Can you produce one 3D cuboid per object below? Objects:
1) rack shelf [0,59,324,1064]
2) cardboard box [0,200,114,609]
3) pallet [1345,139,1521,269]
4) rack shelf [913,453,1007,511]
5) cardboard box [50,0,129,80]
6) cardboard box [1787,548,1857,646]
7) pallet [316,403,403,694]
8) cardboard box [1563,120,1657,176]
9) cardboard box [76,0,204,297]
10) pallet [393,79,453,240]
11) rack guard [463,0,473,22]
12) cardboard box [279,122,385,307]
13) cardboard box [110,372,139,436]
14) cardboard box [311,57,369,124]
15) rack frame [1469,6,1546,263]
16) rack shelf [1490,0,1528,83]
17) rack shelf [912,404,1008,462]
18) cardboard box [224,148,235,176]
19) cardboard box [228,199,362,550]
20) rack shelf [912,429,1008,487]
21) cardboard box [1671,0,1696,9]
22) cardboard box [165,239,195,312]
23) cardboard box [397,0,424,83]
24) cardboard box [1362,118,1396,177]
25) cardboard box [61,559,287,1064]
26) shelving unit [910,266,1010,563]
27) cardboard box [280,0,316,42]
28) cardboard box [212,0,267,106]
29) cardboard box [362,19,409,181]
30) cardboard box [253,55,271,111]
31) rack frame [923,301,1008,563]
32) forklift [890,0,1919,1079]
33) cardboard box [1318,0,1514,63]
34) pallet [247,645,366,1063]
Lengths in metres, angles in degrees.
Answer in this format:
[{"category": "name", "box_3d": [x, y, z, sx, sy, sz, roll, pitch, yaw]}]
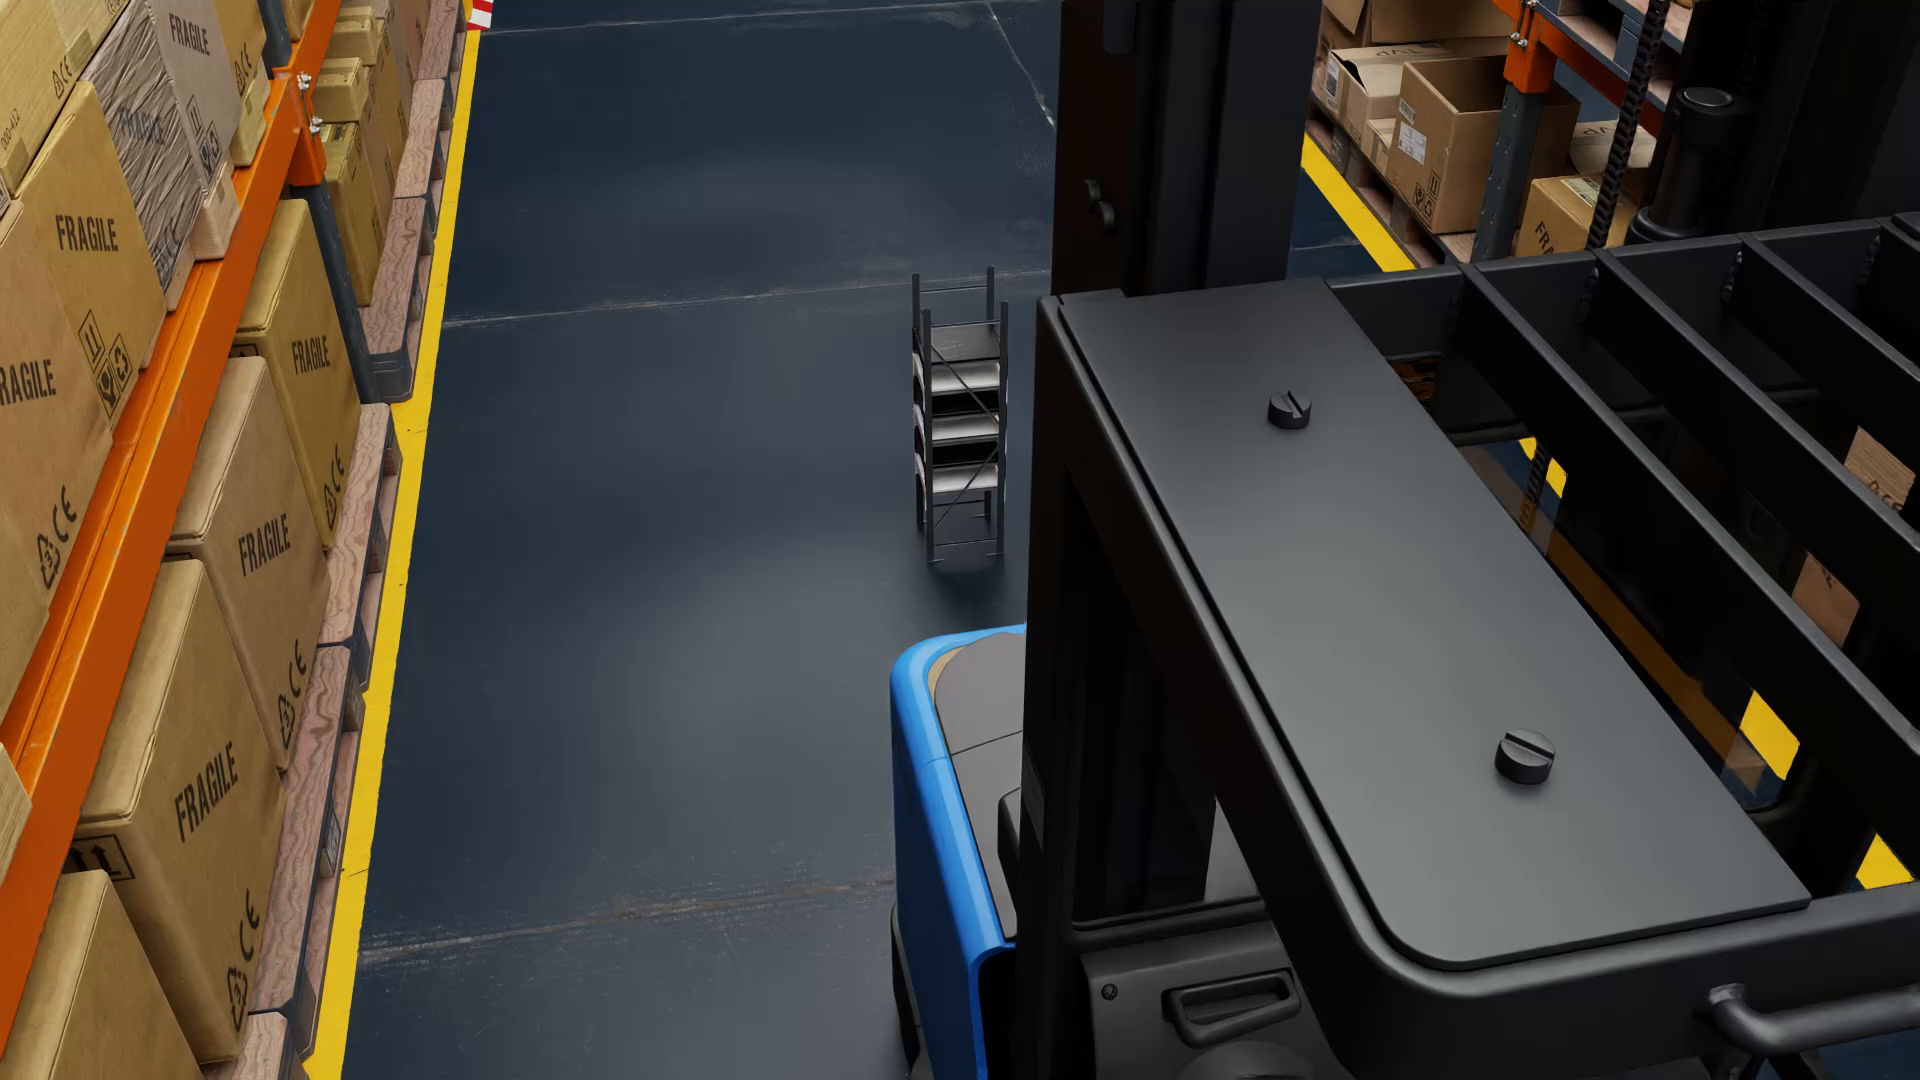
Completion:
[{"category": "rack shelf", "box_3d": [-2.127, -0.022, 3.419, 1.077, 0.370, 4.000, -6, 38, -8]}, {"category": "cardboard box", "box_3d": [-1.778, -0.201, 2.723, 0.500, 0.500, 0.500, -6, 38, -8]}, {"category": "pallet", "box_3d": [2.279, -1.362, 6.832, 1.003, 0.211, 1.213, -6, 38, -8]}, {"category": "rack shelf", "box_3d": [-0.001, -0.192, 5.111, 0.258, 0.077, 0.200, -6, 38, -8]}, {"category": "cardboard box", "box_3d": [-1.974, -1.102, 3.272, 0.500, 0.250, 0.500, -6, 38, -7]}, {"category": "cardboard box", "box_3d": [2.516, 0.012, 4.468, 0.500, 0.500, 0.500, -8, 38, -10]}, {"category": "pallet", "box_3d": [-2.268, 0.045, 5.020, 1.003, 0.211, 1.213, -6, 38, -8]}, {"category": "cardboard box", "box_3d": [2.538, -1.438, 6.488, 0.500, 0.311, 0.500, -6, 38, -8]}, {"category": "cardboard box", "box_3d": [-1.970, -0.816, 3.515, 0.500, 0.500, 0.500, -6, 38, -8]}, {"category": "pallet", "box_3d": [-2.751, -1.619, 7.162, 1.003, 0.211, 1.213, -6, 38, -8]}, {"category": "rack guard", "box_3d": [-3.183, -2.957, 8.649, 1.175, 0.500, 0.348, -6, 38, -8]}, {"category": "cardboard box", "box_3d": [-2.508, -1.155, 5.987, 0.700, 0.500, 0.500, -6, 38, -7]}, {"category": "cardboard box", "box_3d": [-1.925, -0.315, 3.399, 0.380, 0.149, 0.250, -5, 38, -7]}, {"category": "cardboard box", "box_3d": [-2.388, -1.638, 6.080, 0.380, 0.149, 0.250, -5, 38, -6]}, {"category": "rack frame", "box_3d": [2.399, -2.049, 5.442, 1.000, 3.000, 0.127, -6, 38, -8]}, {"category": "rack shelf", "box_3d": [2.048, -2.973, 7.218, 1.077, 0.370, 4.000, -6, 38, -8]}, {"category": "rack shelf", "box_3d": [-0.001, -0.334, 5.001, 0.258, 0.077, 0.200, -6, 38, -8]}, {"category": "cardboard box", "box_3d": [-2.071, -0.938, 4.200, 0.380, 0.149, 0.250, -5, 38, -7]}, {"category": "cardboard box", "box_3d": [-2.236, -0.452, 4.797, 0.750, 0.750, 0.750, -6, 38, -7]}, {"category": "rack shelf", "box_3d": [-0.001, -0.263, 5.056, 0.258, 0.077, 0.200, -6, 38, -8]}, {"category": "cardboard box", "box_3d": [2.261, -1.944, 4.883, 0.700, 0.500, 0.500, -19, 42, -23]}, {"category": "cardboard box", "box_3d": [-1.990, -0.630, 3.804, 0.380, 0.149, 0.250, -6, 38, -8]}, {"category": "cardboard box", "box_3d": [-2.870, -2.394, 7.582, 0.700, 0.500, 0.500, -6, 38, -8]}, {"category": "cardboard box", "box_3d": [1.895, -1.630, 6.869, 0.380, 0.149, 0.250, -6, 38, -8]}, {"category": "cardboard box", "box_3d": [-1.924, 0.597, 3.446, 0.750, 0.750, 0.750, -6, 38, -8]}, {"category": "shelving unit", "box_3d": [-0.001, -0.360, 4.980, 0.258, 0.900, 0.210, -6, 38, -8]}, {"category": "cardboard box", "box_3d": [-2.557, -1.962, 5.086, 0.980, 0.700, 0.700, -6, 38, -7]}, {"category": "cardboard box", "box_3d": [-2.149, -1.427, 4.301, 0.500, 0.500, 0.500, -7, 38, -9]}, {"category": "cardboard box", "box_3d": [-2.681, -1.769, 6.778, 0.700, 0.500, 0.500, -5, 38, -7]}, {"category": "cardboard box", "box_3d": [-2.140, -1.249, 4.601, 0.380, 0.149, 0.250, -6, 38, -8]}, {"category": "rack frame", "box_3d": [0.016, -0.299, 4.901, 0.240, 0.900, 0.006, -6, 38, -8]}, {"category": "forklift", "box_3d": [0.662, 0.709, 1.949, 1.130, 2.935, 3.031, -8, 38, -10]}, {"category": "cardboard box", "box_3d": [2.064, -2.371, 7.533, 0.797, 0.503, 0.637, -6, 38, -8]}, {"category": "pallet", "box_3d": [-2.051, 0.784, 4.069, 1.003, 0.211, 1.213, -6, 38, -8]}]
